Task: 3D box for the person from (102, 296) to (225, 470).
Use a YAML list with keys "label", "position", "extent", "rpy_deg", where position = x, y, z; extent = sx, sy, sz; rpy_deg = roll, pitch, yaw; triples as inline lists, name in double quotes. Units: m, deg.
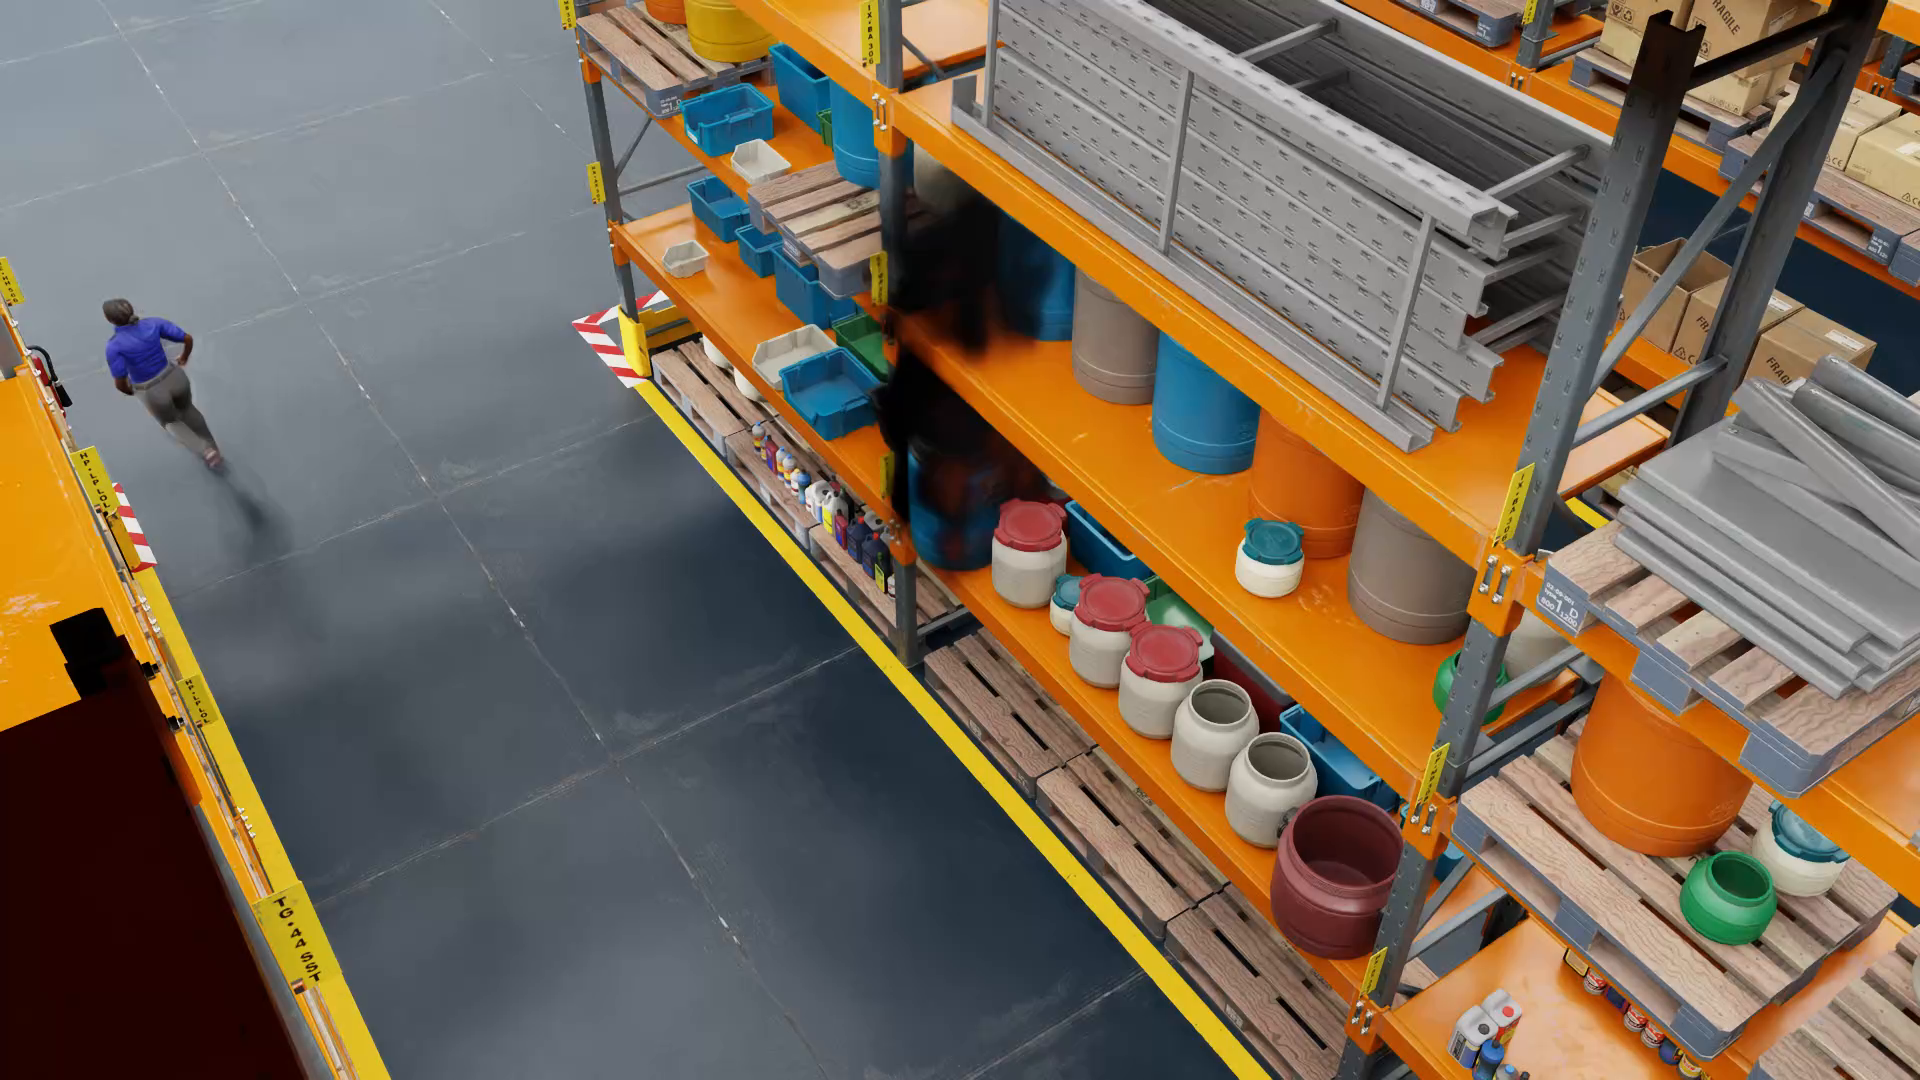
- label: "person"
  position: [-5.619, -1.050, 11.749]
  extent: [0.590, 1.609, 0.619]
  rpy_deg: [29, 50, 27]
